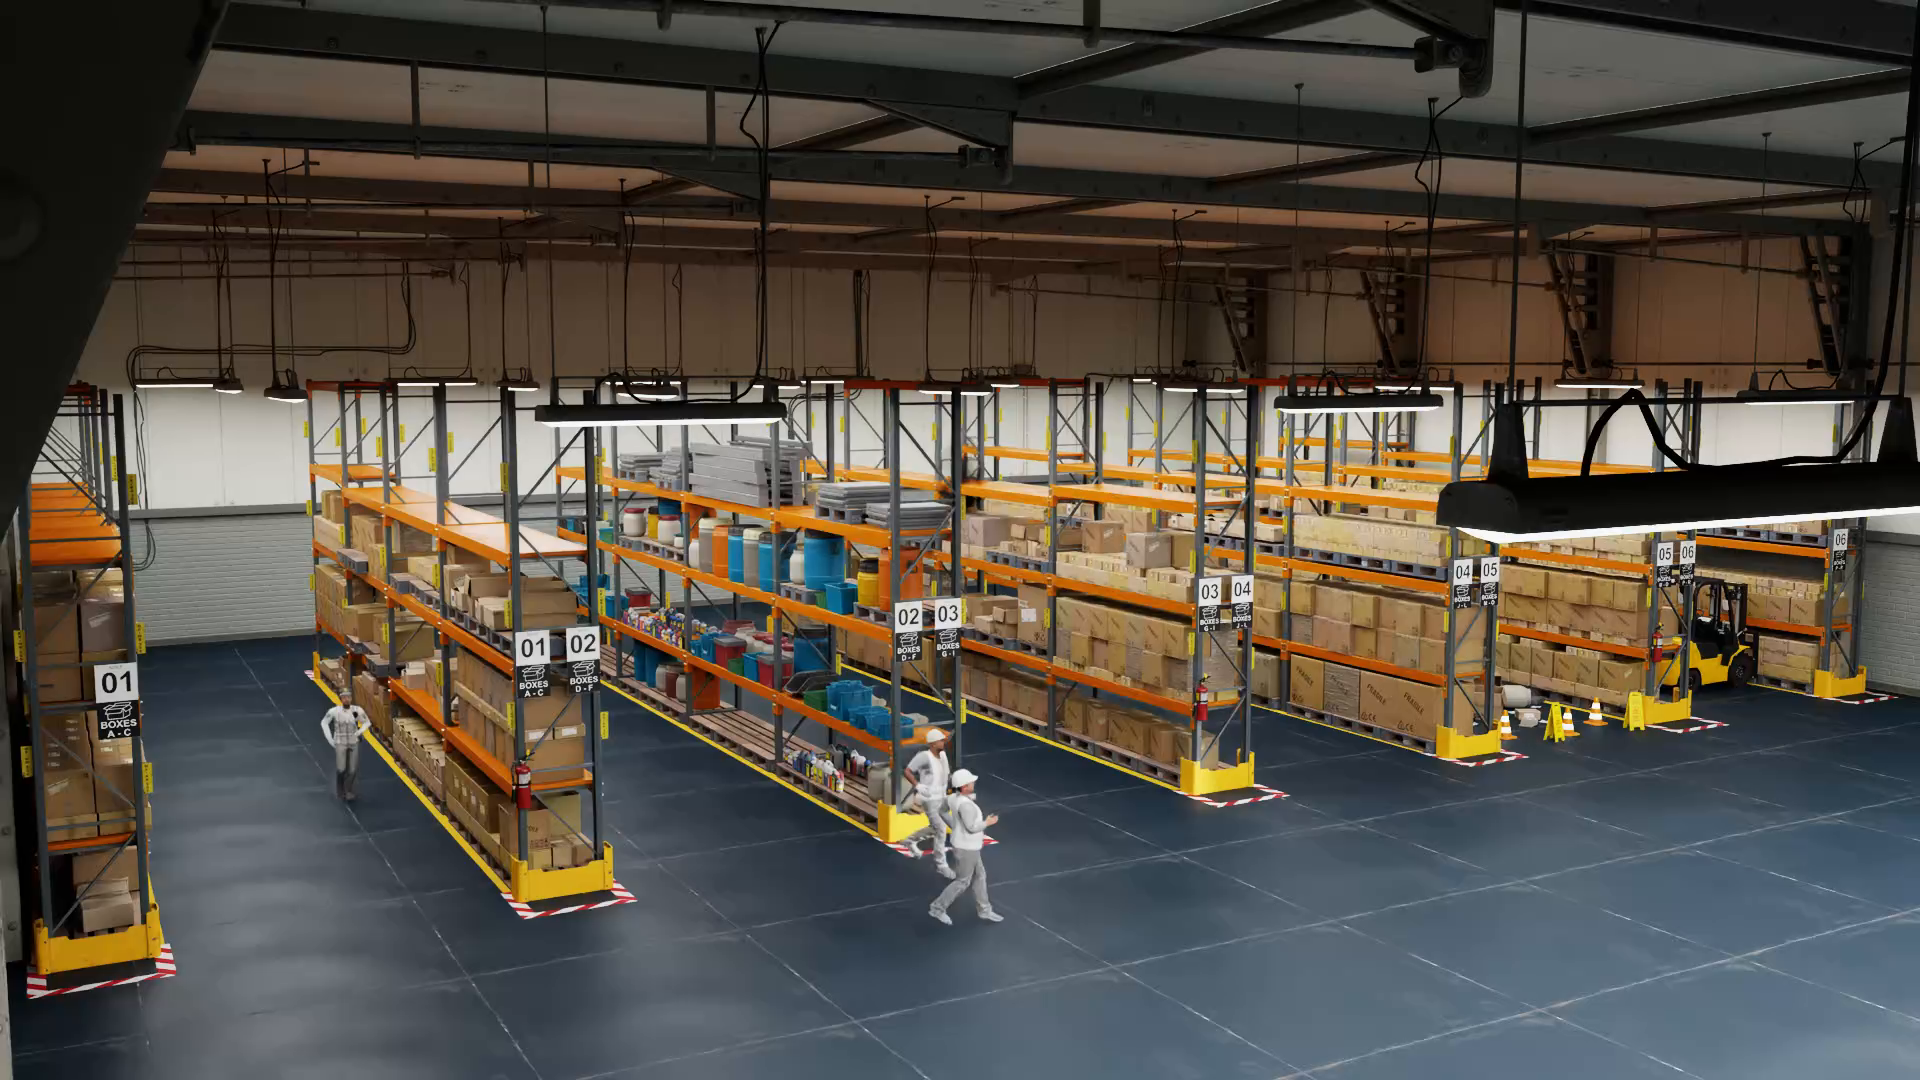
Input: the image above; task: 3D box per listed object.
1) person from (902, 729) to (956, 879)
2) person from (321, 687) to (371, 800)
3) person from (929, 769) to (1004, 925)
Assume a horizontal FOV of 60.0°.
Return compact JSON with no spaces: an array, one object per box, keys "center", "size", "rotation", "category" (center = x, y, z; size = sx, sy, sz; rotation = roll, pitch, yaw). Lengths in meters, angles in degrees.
[{"center":[-0.324,3.247,20.871],"size":[0.968,1.760,0.706],"rotation":[3,7,28],"category":"person"},{"center":[-8.828,2.942,23.978],"size":[0.667,1.666,0.523],"rotation":[-3,7,-26],"category":"person"},{"center":[0.072,3.445,18.630],"size":[0.881,1.789,0.651],"rotation":[-1,6,-9],"category":"person"}]
